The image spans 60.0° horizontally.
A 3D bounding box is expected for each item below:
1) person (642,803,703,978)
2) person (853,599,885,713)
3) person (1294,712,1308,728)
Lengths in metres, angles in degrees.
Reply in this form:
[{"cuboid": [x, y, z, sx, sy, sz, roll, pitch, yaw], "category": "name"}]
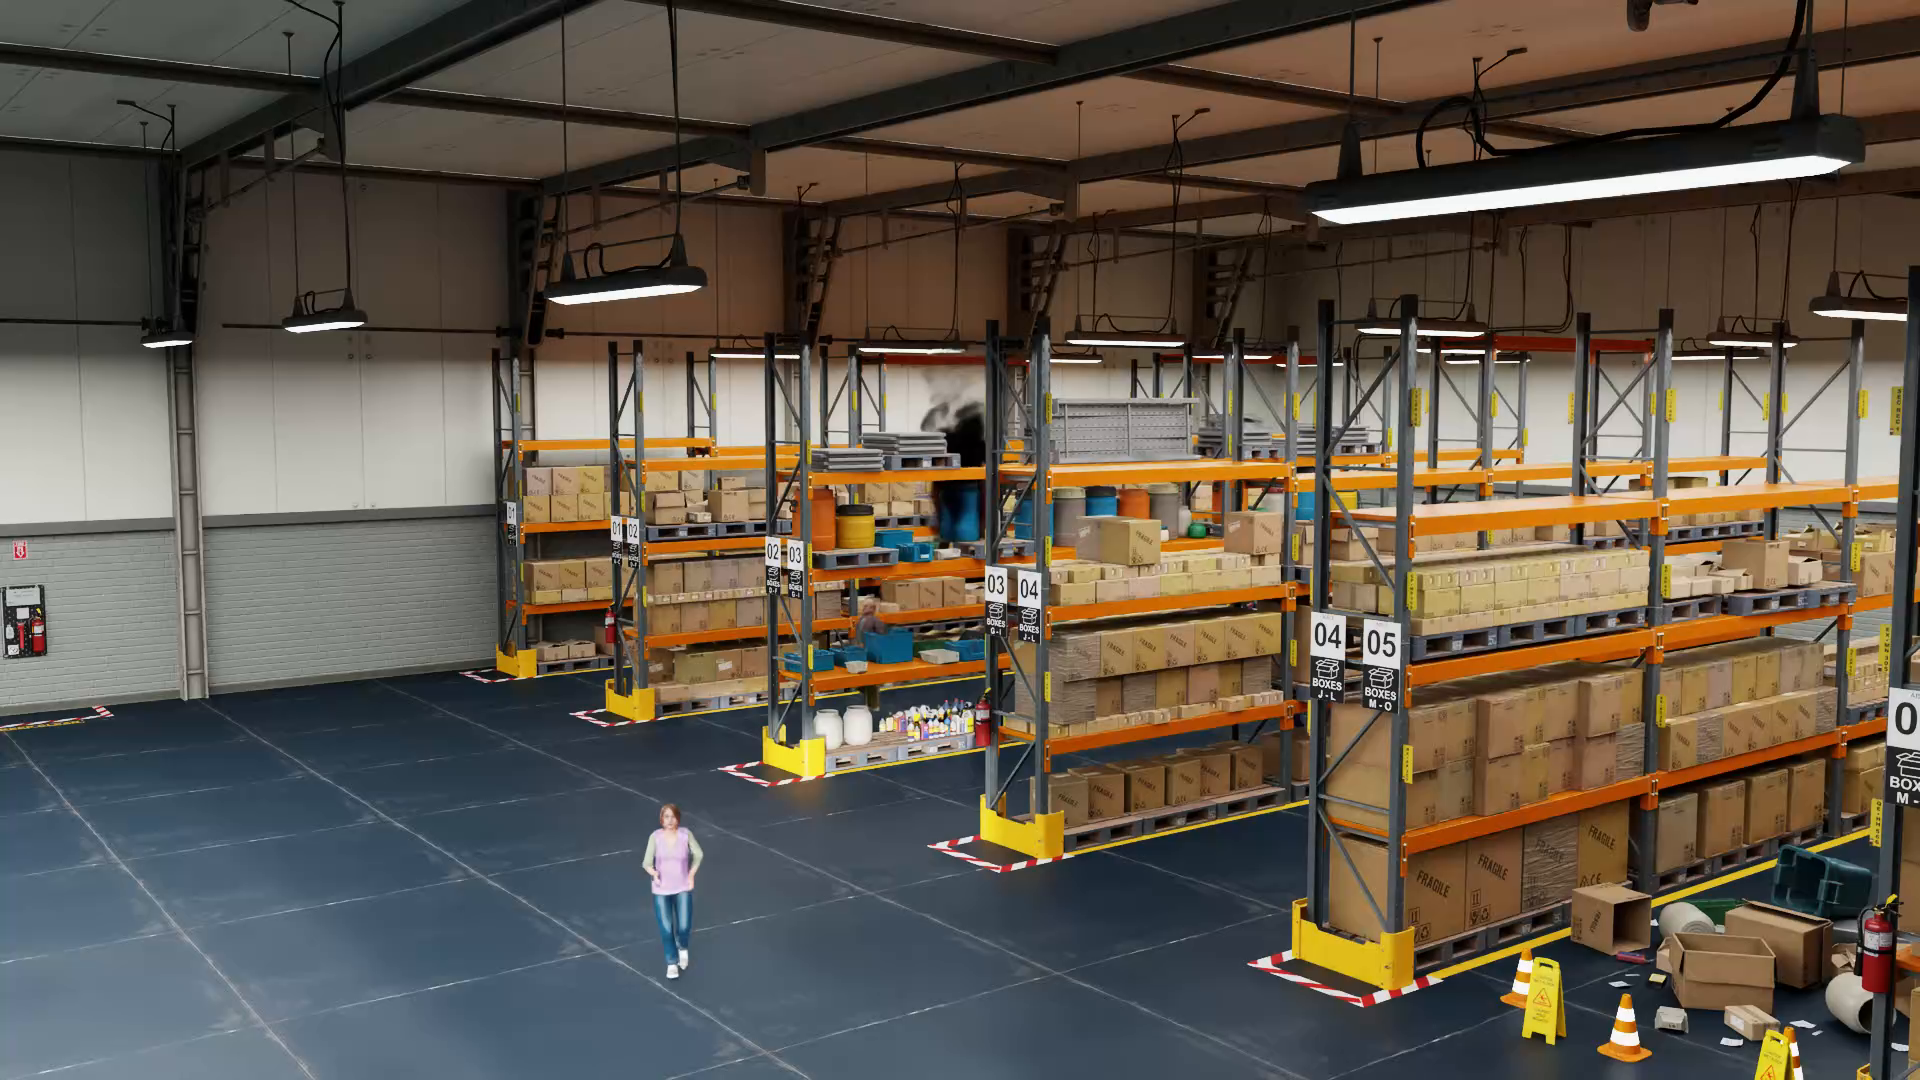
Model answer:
[{"cuboid": [-2.525, 3.099, 14.623, 0.526, 1.556, 0.536, -1, 5, -8], "category": "person"}, {"cuboid": [-1.460, 1.775, 25.393, 0.599, 1.744, 0.704, -4, 7, -42], "category": "person"}, {"cuboid": [5.178, 2.157, 25.180, 0.556, 1.601, 0.594, -5, 7, -42], "category": "person"}]
